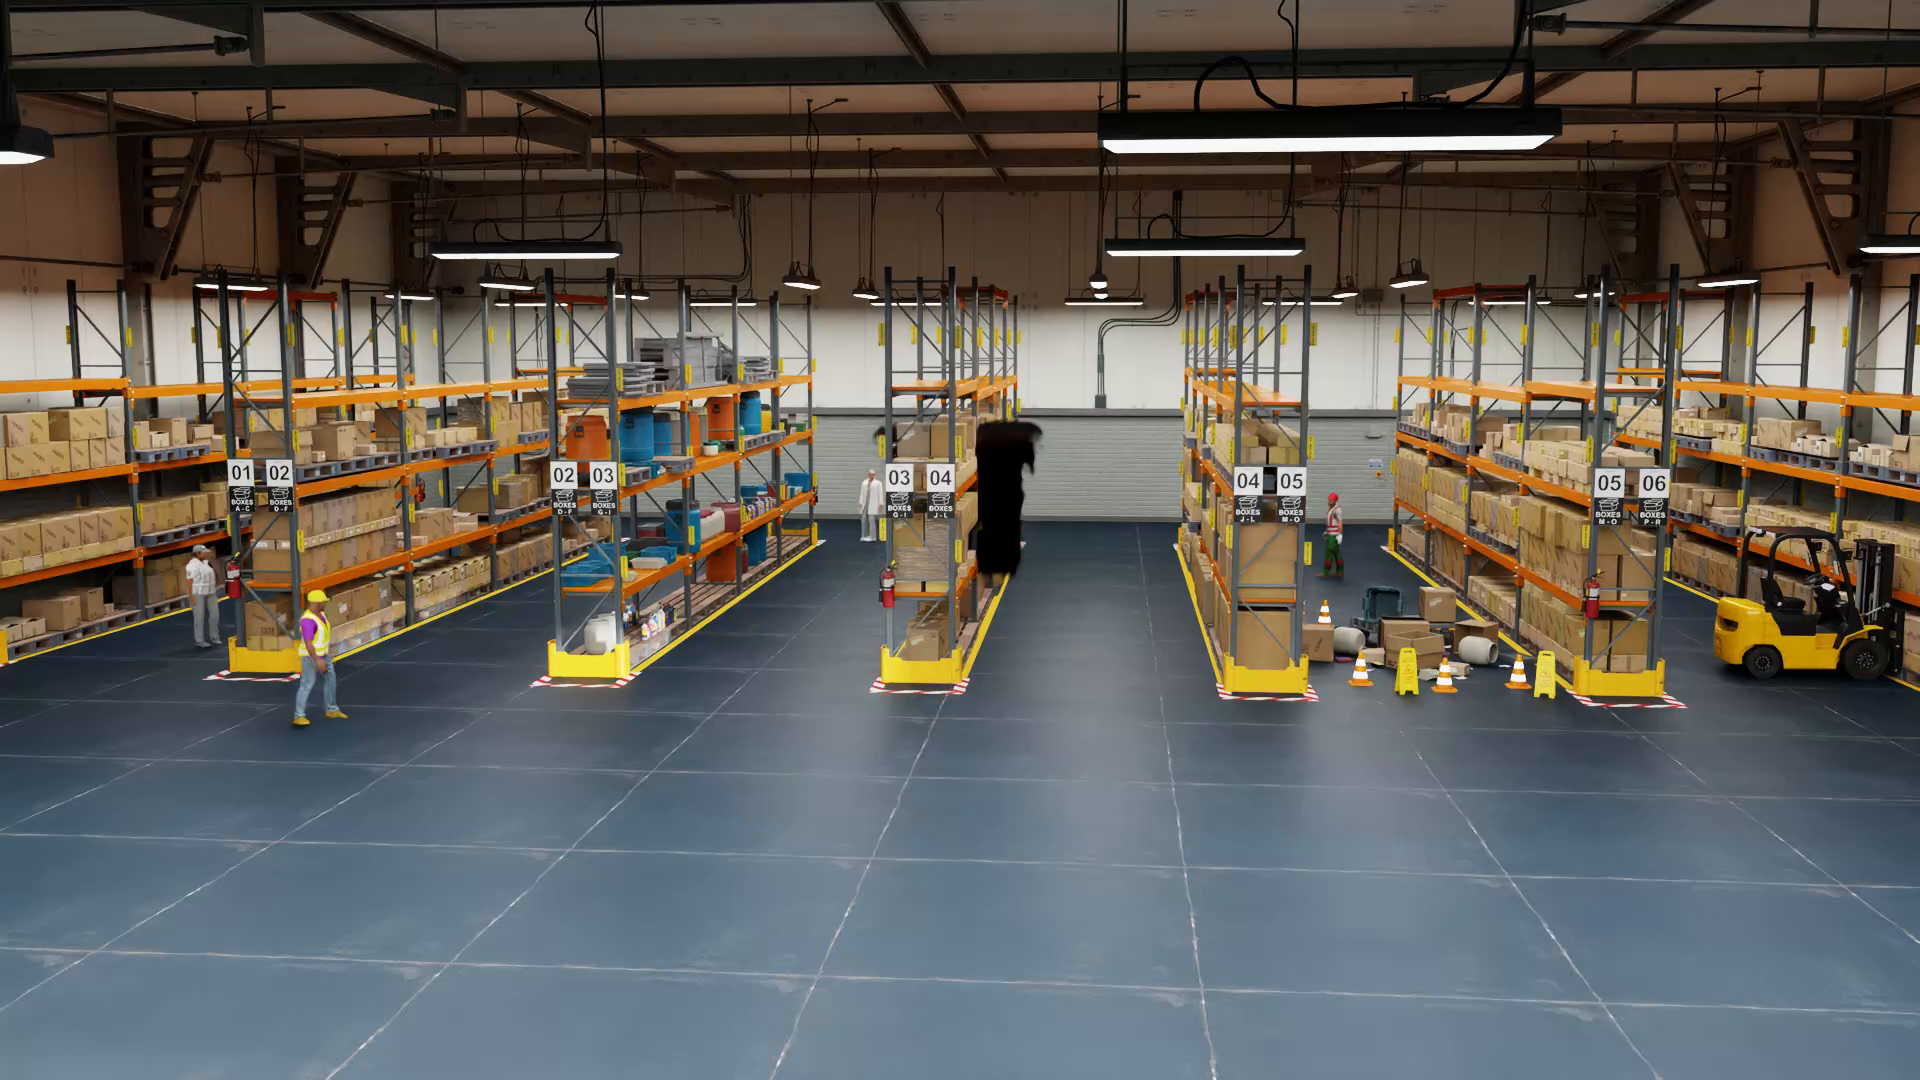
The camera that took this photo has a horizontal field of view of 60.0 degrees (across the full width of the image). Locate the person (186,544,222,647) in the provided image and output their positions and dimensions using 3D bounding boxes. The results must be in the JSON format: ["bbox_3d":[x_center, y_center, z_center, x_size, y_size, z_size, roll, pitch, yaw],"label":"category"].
[{"bbox_3d":[-12.337,0.915,27.135,0.404,1.710,0.580,4,8,29],"label":"person"}]

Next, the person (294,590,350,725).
[{"bbox_3d":[-8.382,1.527,21.687,0.575,1.787,0.701,1,7,7],"label":"person"}]

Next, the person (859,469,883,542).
[{"bbox_3d":[-2.226,-0.819,41.063,0.623,1.848,0.457,5,8,35],"label":"person"}]

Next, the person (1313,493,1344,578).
[{"bbox_3d":[7.745,-0.108,34.865,0.634,1.780,0.576,1,7,10],"label":"person"}]
